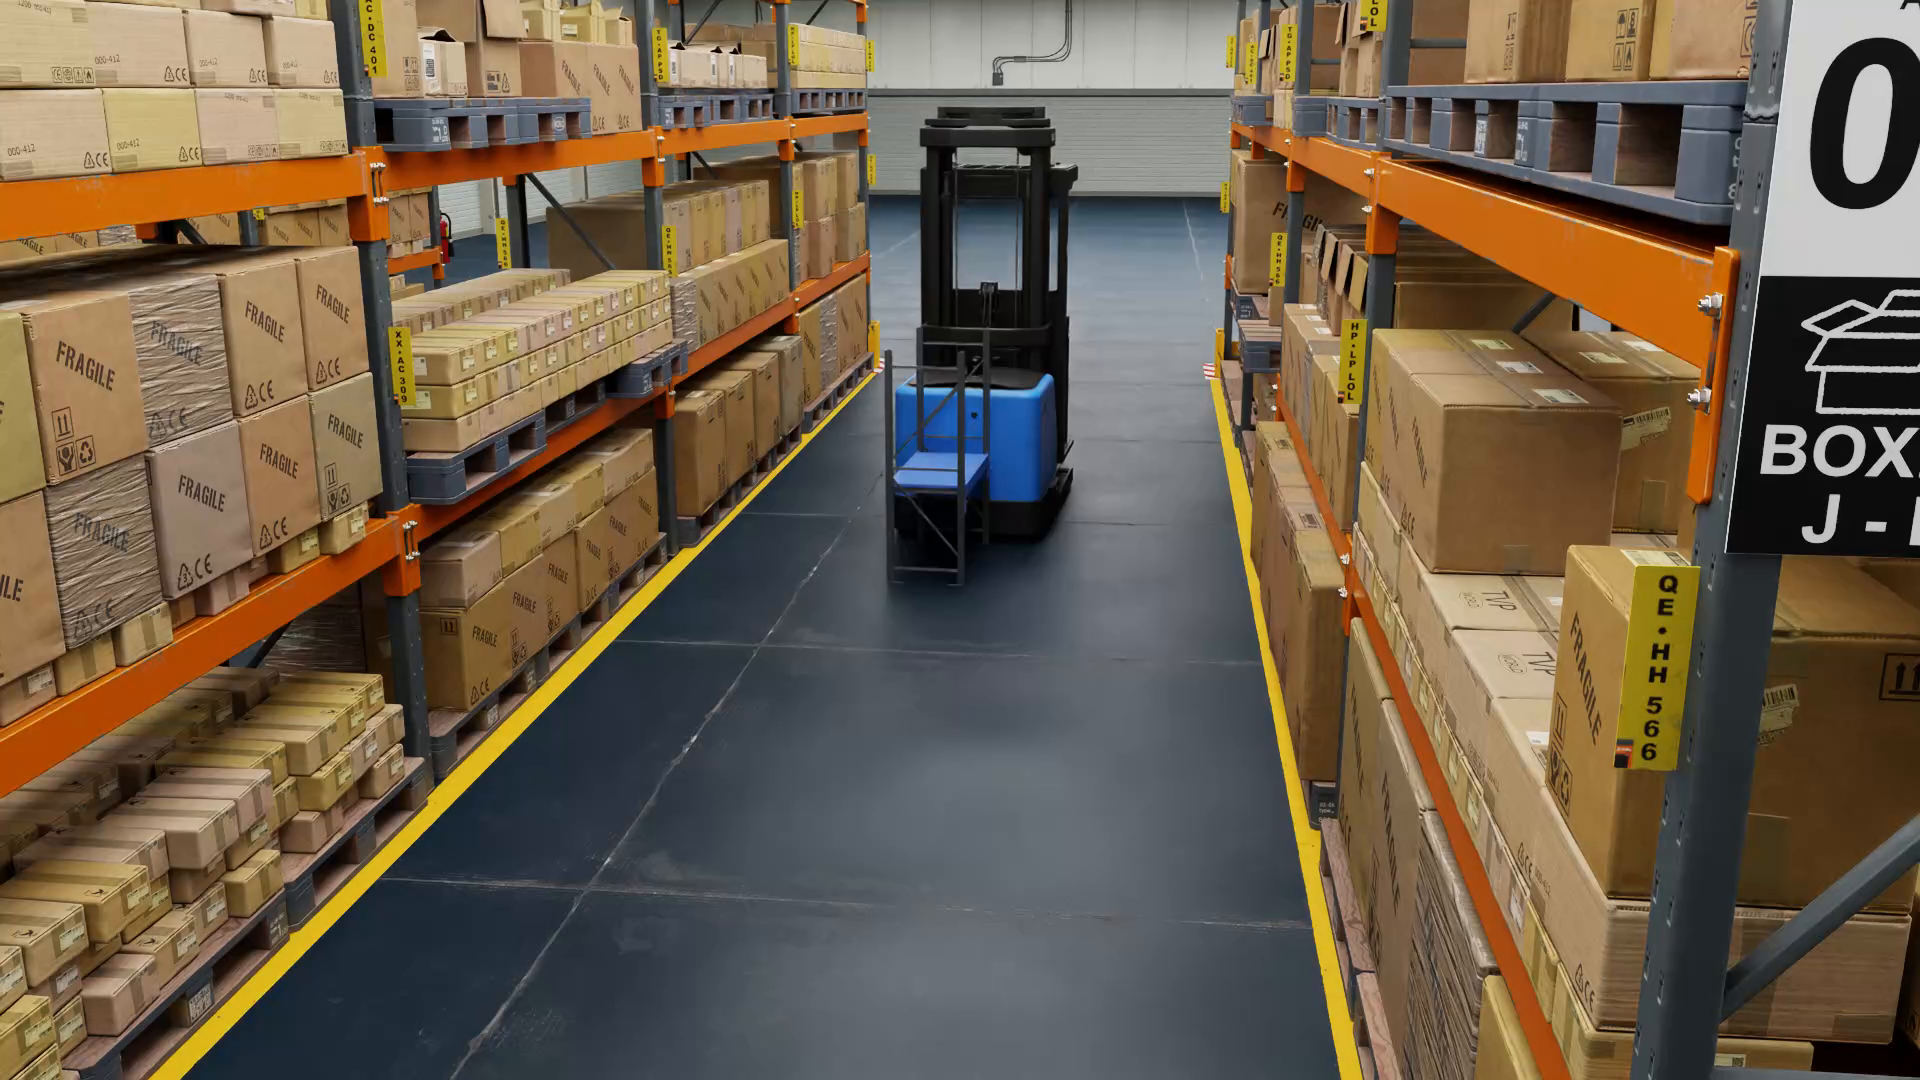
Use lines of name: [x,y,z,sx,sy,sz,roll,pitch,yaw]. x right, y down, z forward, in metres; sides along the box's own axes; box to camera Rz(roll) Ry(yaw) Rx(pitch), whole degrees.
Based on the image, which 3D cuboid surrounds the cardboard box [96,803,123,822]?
cardboard box: [-3.248,1.067,6.058,0.380,0.149,0.250,2,15,9]

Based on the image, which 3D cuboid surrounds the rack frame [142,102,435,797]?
rack frame: [-2.870,-0.321,7.102,1.000,3.000,0.127,2,15,6]

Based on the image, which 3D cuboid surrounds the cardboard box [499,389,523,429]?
cardboard box: [-2.311,-0.628,7.914,0.380,0.149,0.250,2,15,7]

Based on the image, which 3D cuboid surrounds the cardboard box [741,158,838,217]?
cardboard box: [-1.696,-3.504,16.517,0.875,0.550,0.500,2,15,6]

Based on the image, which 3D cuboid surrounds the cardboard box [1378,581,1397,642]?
cardboard box: [1.596,0.244,5.493,0.380,0.149,0.250,1,15,5]

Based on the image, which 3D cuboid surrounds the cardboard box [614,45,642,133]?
cardboard box: [-2.231,-2.699,9.959,0.500,0.500,0.500,2,15,6]

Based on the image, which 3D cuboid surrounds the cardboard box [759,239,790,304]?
cardboard box: [-1.761,-2.301,14.233,0.500,0.500,0.500,2,15,6]

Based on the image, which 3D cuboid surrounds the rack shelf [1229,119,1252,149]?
rack shelf: [3.175,-3.843,15.759,1.077,0.370,4.000,2,15,6]

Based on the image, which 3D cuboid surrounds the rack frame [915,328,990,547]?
rack frame: [-0.051,-0.692,11.349,0.500,1.500,0.032,3,15,9]

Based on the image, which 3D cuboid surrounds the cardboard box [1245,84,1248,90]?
cardboard box: [2.959,-4.428,16.068,0.380,0.149,0.250,1,15,4]

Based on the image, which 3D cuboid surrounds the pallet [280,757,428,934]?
pallet: [-2.911,1.200,6.818,1.003,0.211,1.213,2,15,6]

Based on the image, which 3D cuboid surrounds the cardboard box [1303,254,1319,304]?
cardboard box: [2.519,-1.578,10.756,0.500,0.500,0.500,0,15,-1]

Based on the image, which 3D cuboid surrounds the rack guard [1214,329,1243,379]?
rack guard: [3.392,-2.034,18.228,1.175,0.500,0.348,2,15,6]

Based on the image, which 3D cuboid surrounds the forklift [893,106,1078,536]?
forklift: [0.289,-1.777,12.620,1.130,2.935,3.031,3,15,9]

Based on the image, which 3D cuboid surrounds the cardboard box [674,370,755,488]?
cardboard box: [-2.165,-0.857,12.591,1.050,0.750,0.750,2,15,7]

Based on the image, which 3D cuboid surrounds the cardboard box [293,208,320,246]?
cardboard box: [-6.537,-2.944,16.041,0.500,0.500,0.500,2,15,6]

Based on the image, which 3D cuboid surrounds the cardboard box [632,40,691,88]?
cardboard box: [-2.119,-3.195,11.161,0.500,0.311,0.500,2,15,6]

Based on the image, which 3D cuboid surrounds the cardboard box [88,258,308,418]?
cardboard box: [-2.707,-0.731,5.943,0.500,0.500,0.500,1,15,4]

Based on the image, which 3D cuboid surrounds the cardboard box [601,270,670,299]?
cardboard box: [-2.019,-1.586,10.319,0.380,0.149,0.250,1,15,4]

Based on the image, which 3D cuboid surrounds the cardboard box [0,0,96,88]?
cardboard box: [-2.831,-1.404,4.690,0.500,0.250,0.500,1,15,4]

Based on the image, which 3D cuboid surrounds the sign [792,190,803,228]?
sign: [-1.427,-2.903,14.585,0.100,0.325,0.005,2,15,6]

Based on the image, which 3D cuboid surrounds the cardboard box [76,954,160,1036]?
cardboard box: [-2.789,1.435,5.267,0.380,0.149,0.250,1,15,4]

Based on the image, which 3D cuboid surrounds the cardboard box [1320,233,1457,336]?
cardboard box: [2.323,-1.360,8.833,0.797,0.503,0.637,2,15,8]

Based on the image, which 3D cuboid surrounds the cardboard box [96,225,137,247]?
cardboard box: [-6.899,-2.385,13.170,0.500,0.500,0.500,1,15,4]

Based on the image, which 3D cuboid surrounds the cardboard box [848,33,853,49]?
cardboard box: [-1.303,-5.100,16.988,0.380,0.149,0.250,2,15,7]

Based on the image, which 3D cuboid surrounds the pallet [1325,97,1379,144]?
pallet: [2.355,-2.084,8.238,1.003,0.211,1.213,2,15,9]

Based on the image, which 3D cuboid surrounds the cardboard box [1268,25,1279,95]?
cardboard box: [2.693,-3.561,12.334,0.797,0.503,0.637,2,15,9]

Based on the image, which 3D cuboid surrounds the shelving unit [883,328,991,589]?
shelving unit: [-0.137,-0.562,10.866,0.538,1.500,1.048,3,15,9]

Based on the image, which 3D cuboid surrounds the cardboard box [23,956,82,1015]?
cardboard box: [-2.908,1.348,5.018,0.380,0.149,0.250,1,15,4]

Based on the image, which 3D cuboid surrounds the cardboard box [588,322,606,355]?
cardboard box: [-2.166,-1.107,9.117,0.380,0.149,0.250,2,15,8]

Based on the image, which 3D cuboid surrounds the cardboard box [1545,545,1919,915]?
cardboard box: [1.389,0.322,3.007,0.500,0.500,0.500,2,15,7]

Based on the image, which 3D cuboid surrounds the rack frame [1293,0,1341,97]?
rack frame: [2.498,-4.082,9.518,1.000,3.000,0.127,2,15,6]

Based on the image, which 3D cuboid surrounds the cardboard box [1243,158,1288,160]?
cardboard box: [2.782,-3.152,14.897,0.500,0.500,0.500,2,15,6]

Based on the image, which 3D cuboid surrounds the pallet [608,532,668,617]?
pallet: [-2.508,0.190,10.553,1.003,0.211,1.213,2,15,6]

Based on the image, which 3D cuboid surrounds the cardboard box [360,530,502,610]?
cardboard box: [-2.524,0.137,7.956,0.500,0.250,0.500,1,15,4]

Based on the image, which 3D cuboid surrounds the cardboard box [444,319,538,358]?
cardboard box: [-2.281,-0.982,8.083,0.380,0.149,0.250,1,15,6]

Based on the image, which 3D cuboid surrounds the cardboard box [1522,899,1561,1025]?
cardboard box: [1.336,0.841,3.288,0.380,0.149,0.250,2,15,7]

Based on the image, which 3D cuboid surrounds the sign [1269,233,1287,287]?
sign: [1.958,-1.720,10.211,0.100,0.325,0.005,2,15,6]

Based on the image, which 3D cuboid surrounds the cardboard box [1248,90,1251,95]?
cardboard box: [2.811,-3.860,14.732,0.500,0.250,0.500,2,15,8]

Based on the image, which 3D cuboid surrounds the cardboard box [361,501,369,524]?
cardboard box: [-2.670,-0.119,6.835,0.380,0.149,0.250,2,15,6]

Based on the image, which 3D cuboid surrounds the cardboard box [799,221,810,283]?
cardboard box: [-1.898,-2.707,15.641,0.875,0.550,0.550,2,15,6]

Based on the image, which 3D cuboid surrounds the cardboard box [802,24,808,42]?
cardboard box: [-1.561,-4.509,14.802,0.380,0.149,0.250,2,15,6]

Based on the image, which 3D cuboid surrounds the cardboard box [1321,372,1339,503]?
cardboard box: [1.891,-0.454,7.404,0.500,0.500,0.500,2,15,8]

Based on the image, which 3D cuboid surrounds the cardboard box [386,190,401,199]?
cardboard box: [-6.306,-3.822,17.373,0.700,0.500,0.500,2,15,6]

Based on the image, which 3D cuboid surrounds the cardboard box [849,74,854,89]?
cardboard box: [-1.303,-4.717,17.099,0.380,0.149,0.250,2,15,7]

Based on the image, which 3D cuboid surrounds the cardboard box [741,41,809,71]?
cardboard box: [-1.634,-4.284,14.735,0.500,0.250,0.500,2,15,7]

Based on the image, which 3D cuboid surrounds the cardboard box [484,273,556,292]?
cardboard box: [-2.691,-1.543,10.159,0.380,0.149,0.250,1,15,5]

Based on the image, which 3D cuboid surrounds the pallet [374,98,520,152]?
pallet: [-2.695,-1.835,7.316,1.213,0.211,1.003,2,15,6]

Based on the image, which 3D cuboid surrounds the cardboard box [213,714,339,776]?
cardboard box: [-2.662,0.798,6.483,0.380,0.149,0.250,2,15,6]

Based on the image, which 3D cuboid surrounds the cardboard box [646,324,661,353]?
cardboard box: [-2.048,-1.234,10.155,0.380,0.149,0.250,2,15,6]

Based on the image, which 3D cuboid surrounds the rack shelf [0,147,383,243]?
rack shelf: [-3.096,-0.903,4.886,1.077,0.370,4.000,2,15,6]

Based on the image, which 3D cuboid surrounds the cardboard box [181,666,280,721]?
cardboard box: [-3.115,0.649,7.034,0.380,0.149,0.250,2,15,9]

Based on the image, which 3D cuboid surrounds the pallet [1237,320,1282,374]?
pallet: [2.473,-1.281,11.022,1.213,0.211,1.003,2,15,6]

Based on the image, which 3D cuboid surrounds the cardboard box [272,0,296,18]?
cardboard box: [-2.654,-1.972,6.028,0.380,0.149,0.250,2,15,8]

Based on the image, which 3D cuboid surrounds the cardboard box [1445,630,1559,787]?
cardboard box: [1.501,0.421,4.077,0.500,0.250,0.500,1,15,4]

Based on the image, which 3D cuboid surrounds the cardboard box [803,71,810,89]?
cardboard box: [-1.561,-4.125,14.910,0.380,0.149,0.250,2,15,6]
